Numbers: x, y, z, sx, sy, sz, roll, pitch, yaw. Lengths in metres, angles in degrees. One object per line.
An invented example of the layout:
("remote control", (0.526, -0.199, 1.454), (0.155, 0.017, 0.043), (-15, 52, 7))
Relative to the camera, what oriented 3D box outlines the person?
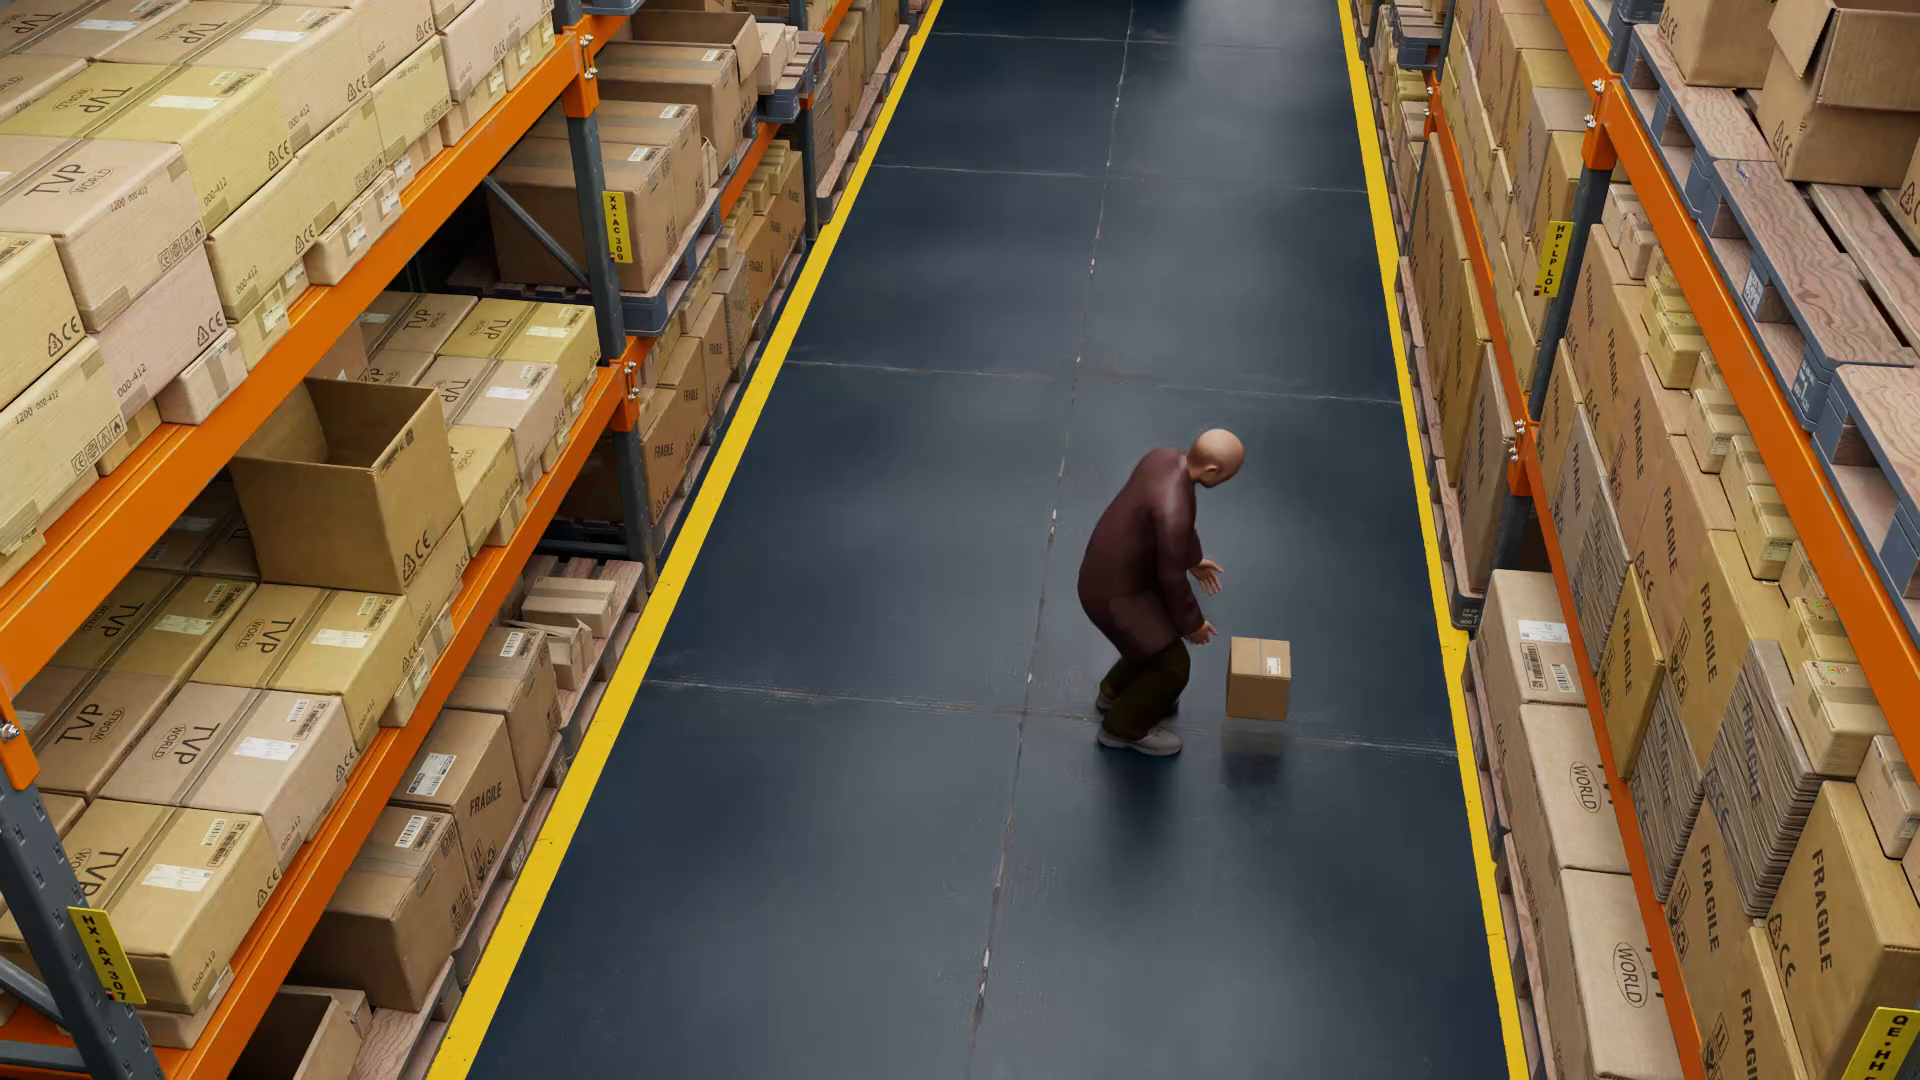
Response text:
("person", (0.813, 0.188, 7.010), (0.636, 1.532, 0.626), (5, 36, 6))
